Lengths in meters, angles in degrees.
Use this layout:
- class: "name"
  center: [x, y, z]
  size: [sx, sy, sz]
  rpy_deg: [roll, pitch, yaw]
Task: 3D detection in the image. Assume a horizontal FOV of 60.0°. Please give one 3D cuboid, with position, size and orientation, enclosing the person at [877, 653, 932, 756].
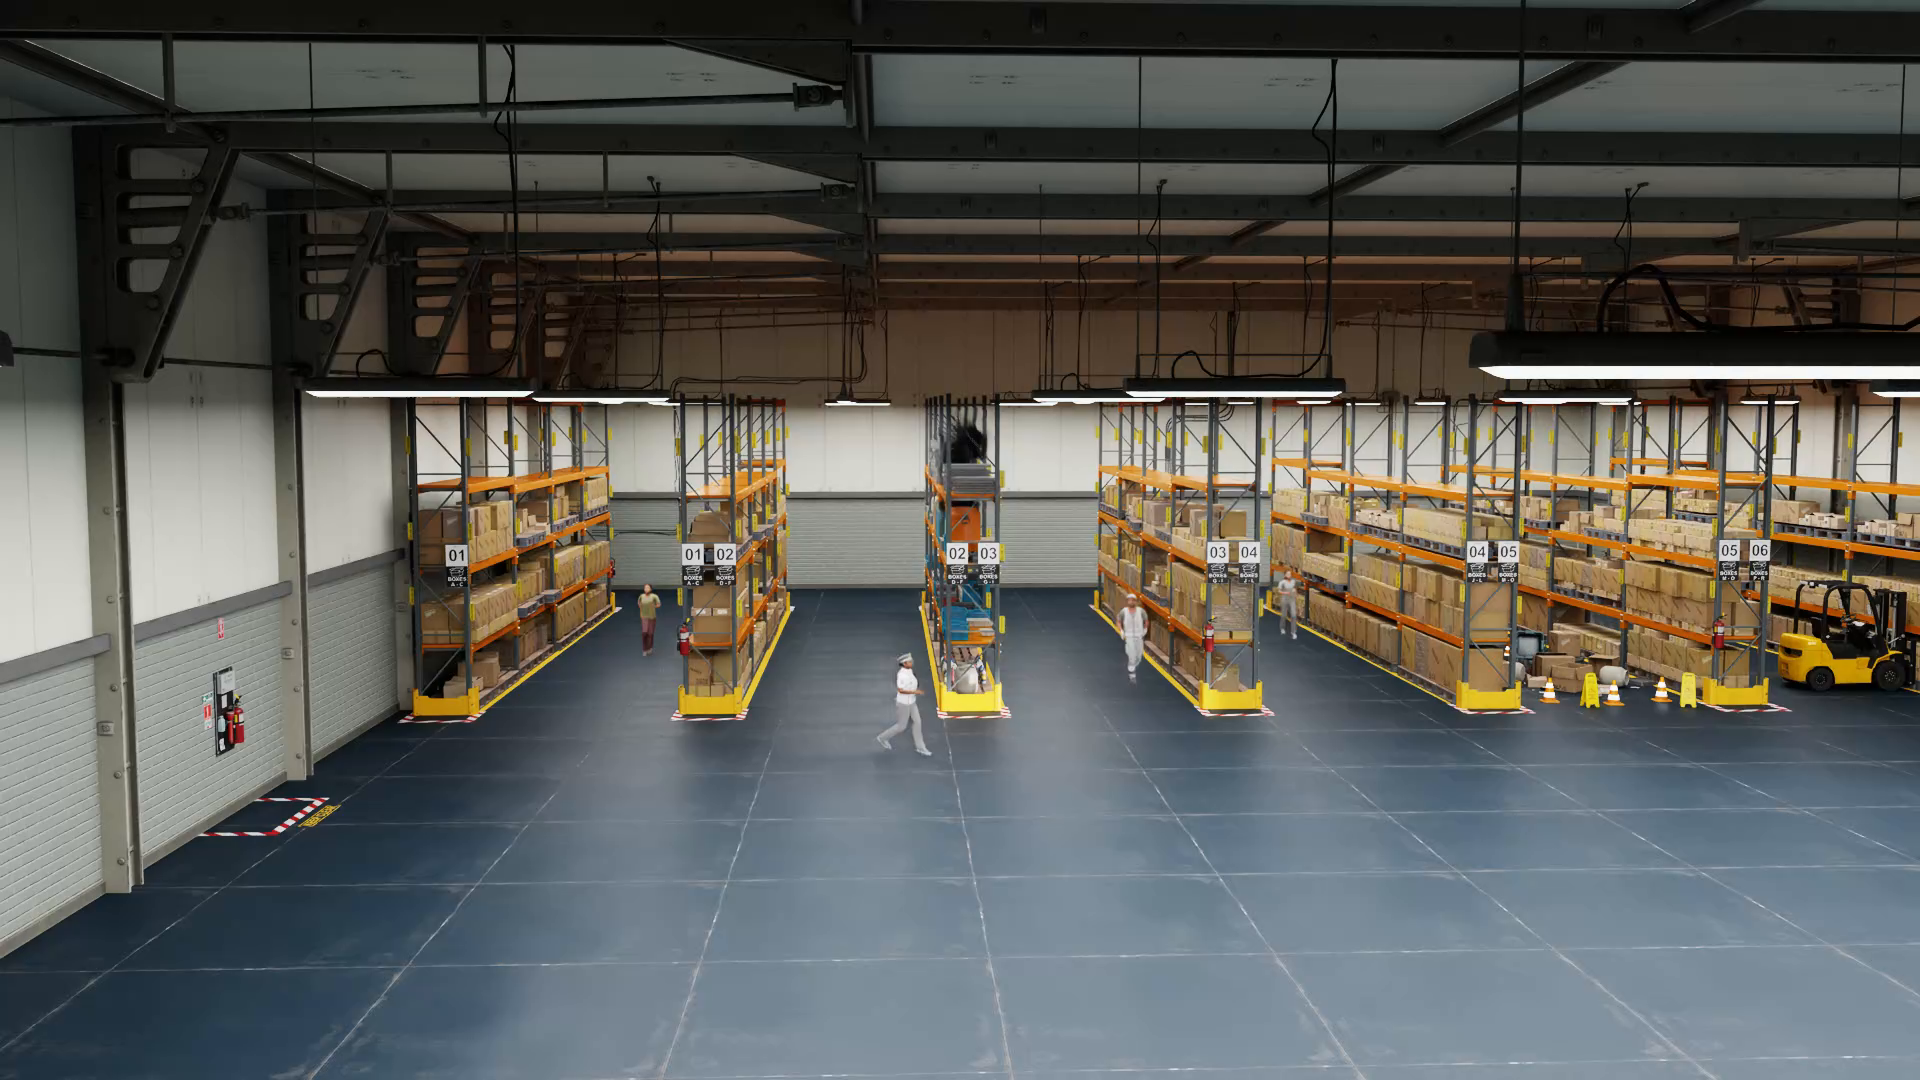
- class: "person"
  center: [-0.913, 2.705, 27.454]
  size: [0.924, 1.712, 0.579]
  rpy_deg: [1, 5, 15]

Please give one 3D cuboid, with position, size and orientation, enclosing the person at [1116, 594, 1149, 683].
- class: "person"
  center: [3.437, 1.946, 33.086]
  size: [0.651, 1.768, 0.573]
  rpy_deg: [0, 5, -1]

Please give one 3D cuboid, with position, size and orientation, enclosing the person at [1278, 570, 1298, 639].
- class: "person"
  center: [8.202, 1.579, 41.601]
  size: [0.552, 1.693, 0.920]
  rpy_deg: [0, 5, -5]

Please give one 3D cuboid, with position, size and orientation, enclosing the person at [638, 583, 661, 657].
- class: "person"
  center: [-7.209, 1.854, 38.625]
  size: [0.546, 1.728, 0.723]
  rpy_deg: [0, 5, -5]
